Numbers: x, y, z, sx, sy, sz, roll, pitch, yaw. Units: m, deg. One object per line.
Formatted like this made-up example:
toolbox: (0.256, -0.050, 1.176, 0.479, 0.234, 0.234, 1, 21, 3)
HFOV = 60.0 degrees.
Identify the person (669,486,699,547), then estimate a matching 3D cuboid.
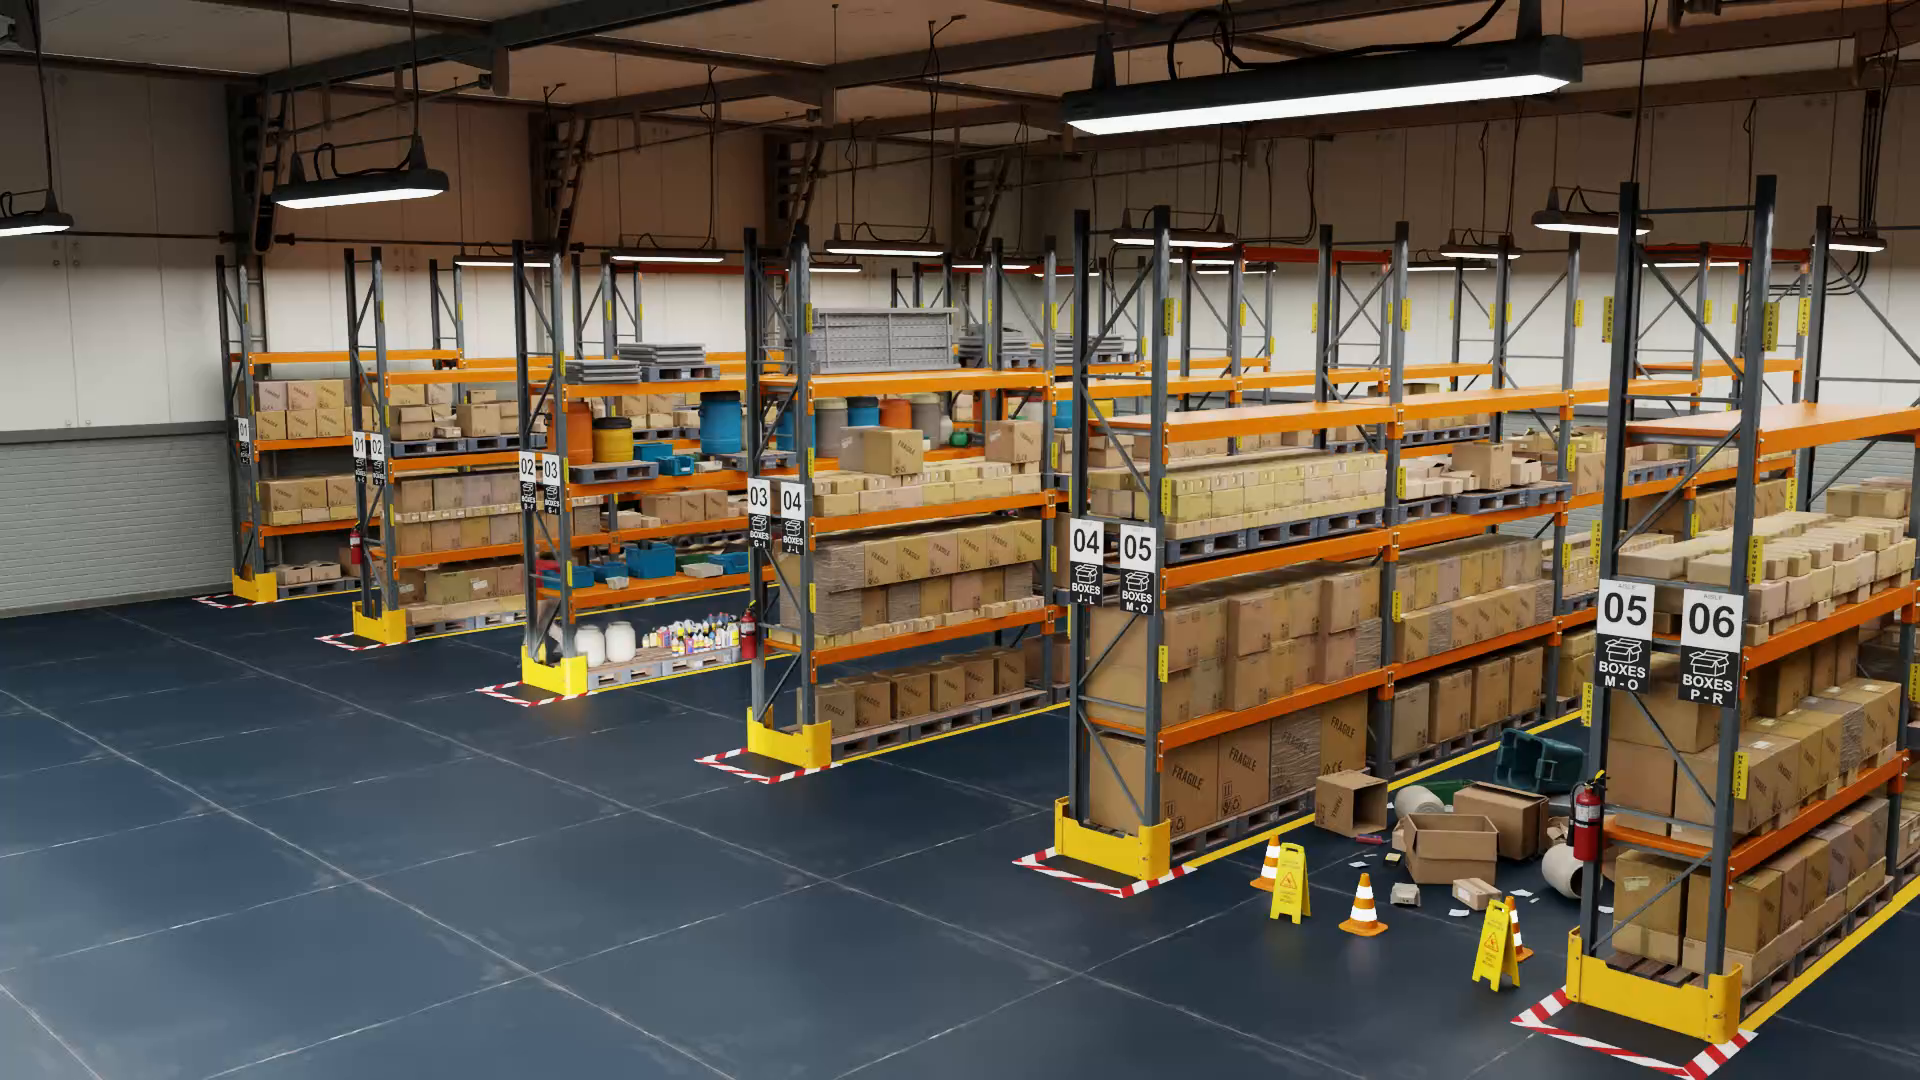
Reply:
person: (-5.306, -0.286, 32.389, 0.679, 1.814, 0.851, 8, 11, 44)

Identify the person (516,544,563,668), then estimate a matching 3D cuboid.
person: (-6.089, 0.927, 24.112, 0.626, 1.789, 1.008, 8, 11, 43)
